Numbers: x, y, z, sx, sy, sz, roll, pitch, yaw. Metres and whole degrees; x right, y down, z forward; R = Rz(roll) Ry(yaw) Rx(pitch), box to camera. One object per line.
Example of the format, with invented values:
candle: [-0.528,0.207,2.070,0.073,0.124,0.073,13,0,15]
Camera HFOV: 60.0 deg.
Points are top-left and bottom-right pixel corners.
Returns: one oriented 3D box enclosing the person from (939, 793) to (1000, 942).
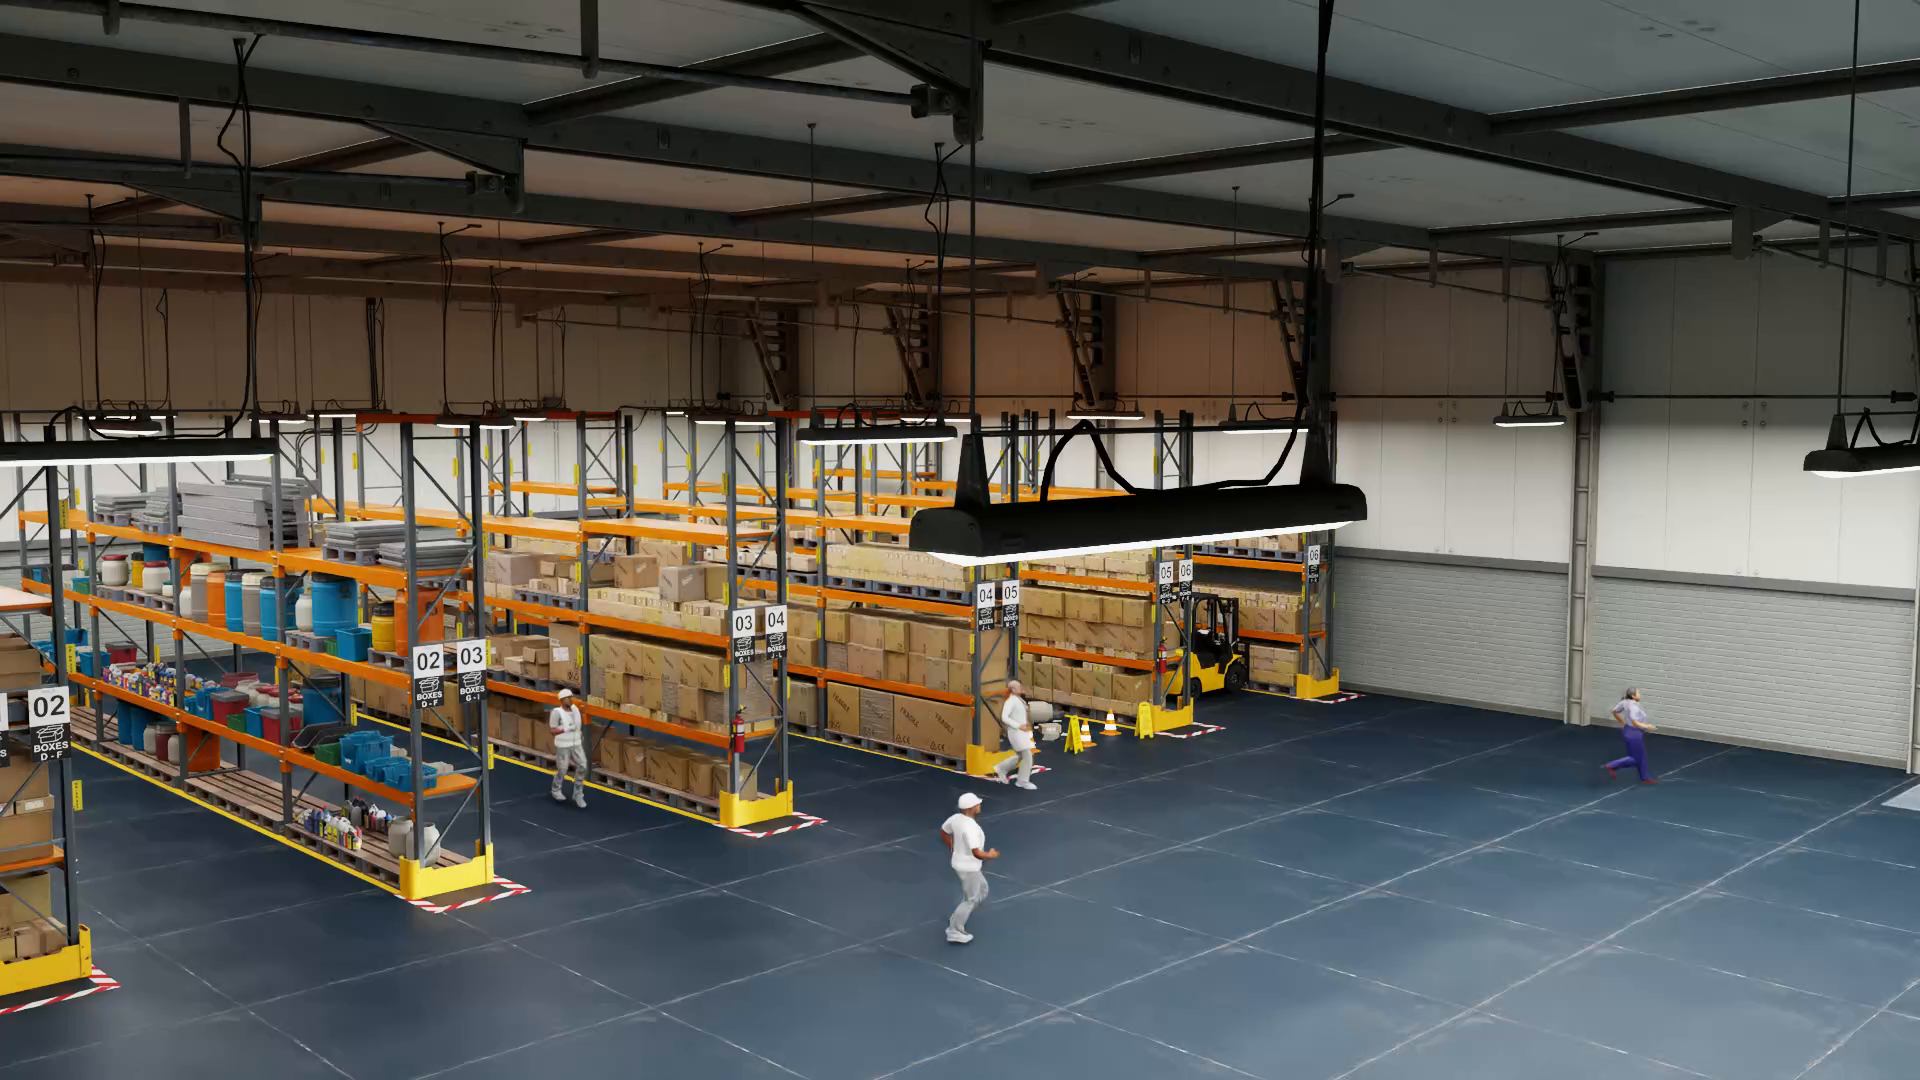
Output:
person: [0.128,3.783,19.276,0.639,1.745,0.723,-2,5,-17]

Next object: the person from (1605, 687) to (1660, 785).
person: [10.905,3.188,26.964,0.932,1.602,0.621,0,5,3]

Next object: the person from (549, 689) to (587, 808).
person: [-6.042,3.212,25.667,0.733,1.841,0.657,5,7,43]

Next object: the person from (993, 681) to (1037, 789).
person: [0.892,3.150,26.874,0.738,1.775,0.732,1,5,9]
